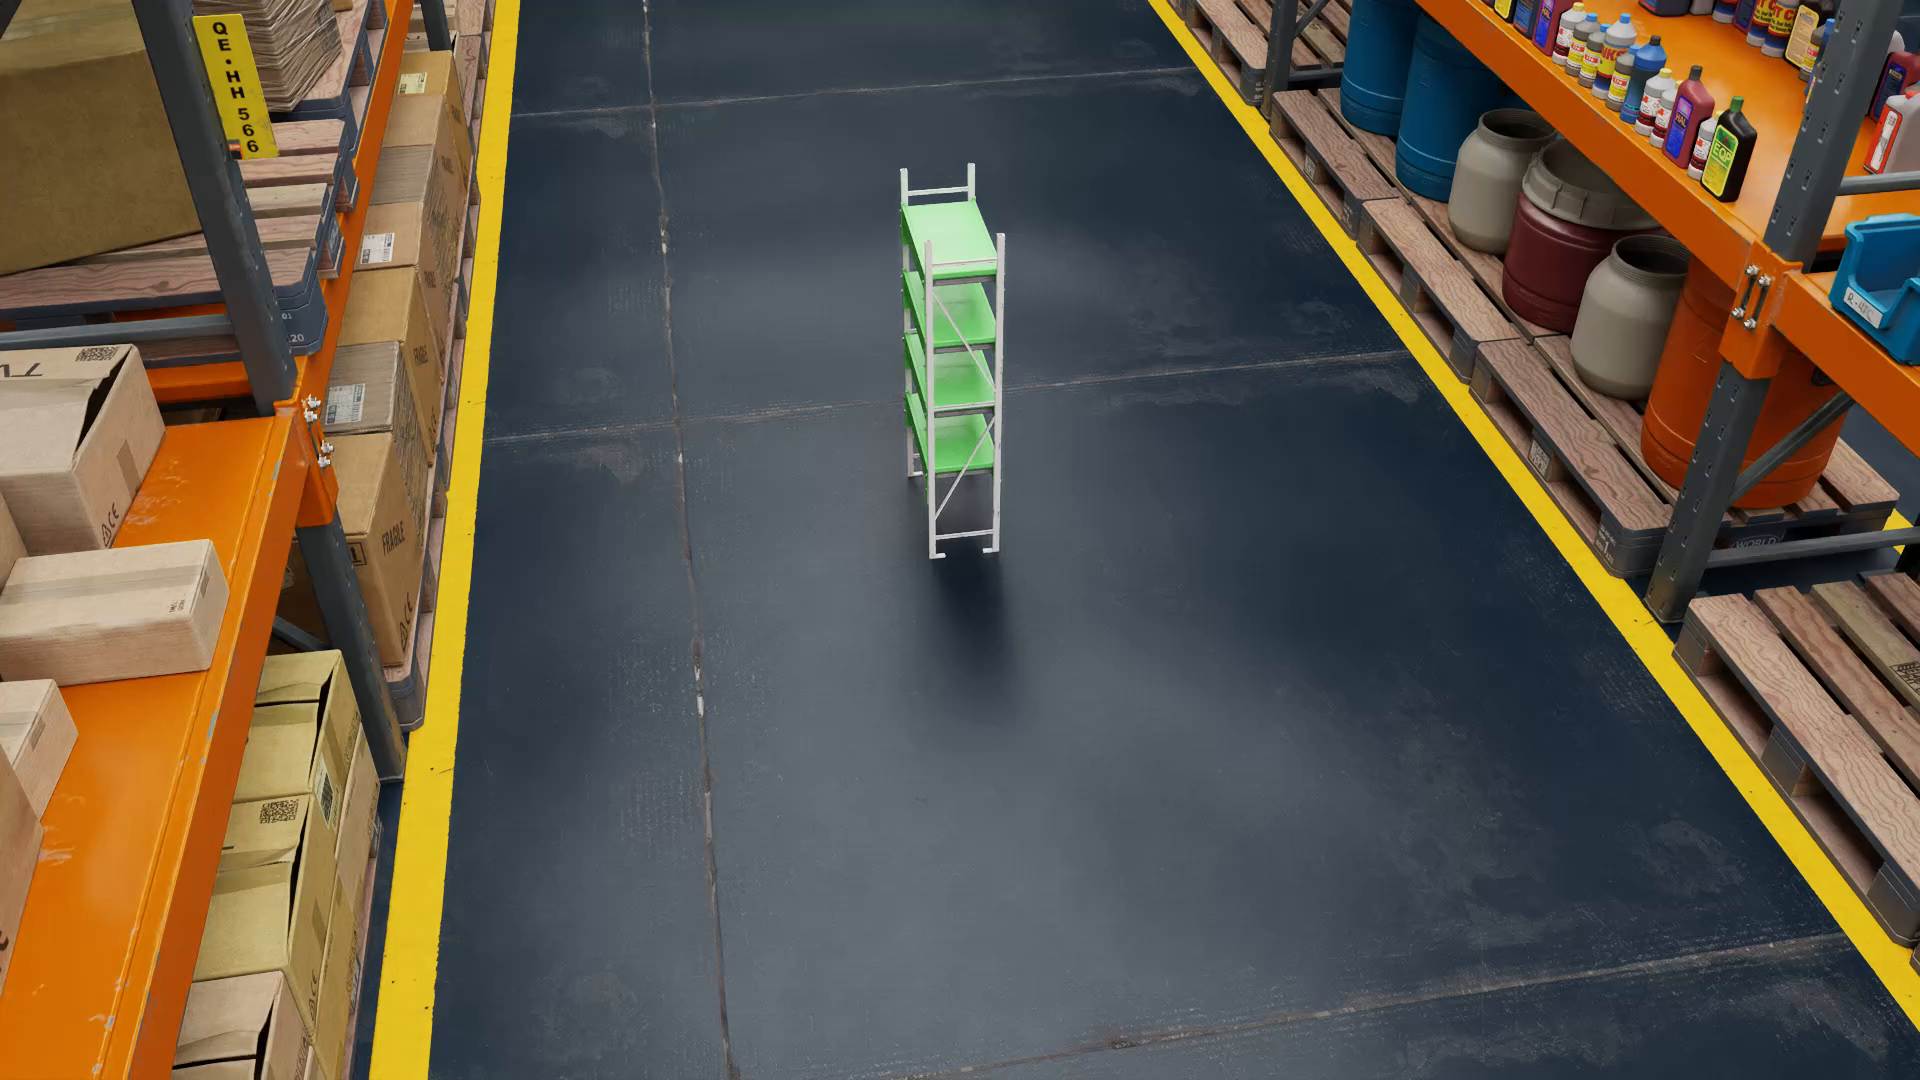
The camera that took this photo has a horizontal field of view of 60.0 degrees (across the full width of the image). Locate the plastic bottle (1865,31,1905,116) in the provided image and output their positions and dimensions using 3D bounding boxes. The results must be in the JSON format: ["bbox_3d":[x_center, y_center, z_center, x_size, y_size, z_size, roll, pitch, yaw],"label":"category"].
[{"bbox_3d":[2.915,-1.522,5.366,0.152,0.276,0.135,-6,38,-8],"label":"plastic bottle"}]

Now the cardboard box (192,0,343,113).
[{"bbox_3d":[-2.317,-1.612,4.956,0.700,0.500,0.500,0,38,1],"label":"cardboard box"}]

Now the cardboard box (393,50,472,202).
[{"bbox_3d":[-2.456,-1.801,7.302,0.500,0.500,0.500,-6,38,-8],"label":"cardboard box"}]

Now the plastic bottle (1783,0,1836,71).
[{"bbox_3d":[2.896,-1.751,5.653,0.061,0.283,0.133,-6,38,-8],"label":"plastic bottle"}]

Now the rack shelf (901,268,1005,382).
[{"bbox_3d":[-0.029,-0.713,5.403,0.258,0.148,0.480,-6,38,-8],"label":"rack shelf"}]

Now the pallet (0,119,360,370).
[{"bbox_3d":[-2.311,-0.791,4.480,1.213,0.211,1.003,-6,38,-8],"label":"pallet"}]

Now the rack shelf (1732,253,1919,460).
[{"bbox_3d":[3.105,0.496,3.253,1.077,0.370,4.000,-6,38,-8],"label":"rack shelf"}]

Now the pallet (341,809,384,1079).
[{"bbox_3d":[-2.017,1.137,4.114,1.003,0.211,1.213,-6,38,-8],"label":"pallet"}]

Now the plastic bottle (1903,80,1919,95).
[{"bbox_3d":[2.986,-1.345,5.199,0.097,0.201,0.097,0,38,0],"label":"plastic bottle"}]

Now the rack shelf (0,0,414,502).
[{"bbox_3d":[-2.474,-1.389,5.680,1.077,0.370,4.000,-6,38,-8],"label":"rack shelf"}]

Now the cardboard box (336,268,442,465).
[{"bbox_3d":[-2.102,-0.577,5.726,0.500,0.500,0.500,-7,38,-9],"label":"cardboard box"}]

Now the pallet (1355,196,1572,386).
[{"bbox_3d":[2.364,-1.102,6.996,1.003,0.211,1.213,-6,38,-8],"label":"pallet"}]

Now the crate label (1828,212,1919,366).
[{"bbox_3d":[2.459,-0.635,4.259,0.303,0.233,0.416,-6,38,-8],"label":"crate label"}]

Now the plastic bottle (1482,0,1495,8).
[{"bbox_3d":[2.020,-2.158,6.123,0.144,0.351,0.185,-6,38,-8],"label":"plastic bottle"}]

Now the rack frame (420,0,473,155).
[{"bbox_3d":[-2.825,-2.881,7.014,1.000,3.000,0.127,-6,38,-8],"label":"rack frame"}]

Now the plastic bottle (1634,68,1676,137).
[{"bbox_3d":[2.203,-1.386,5.251,0.097,0.201,0.097,0,38,0],"label":"plastic bottle"}]

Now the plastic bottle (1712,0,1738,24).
[{"bbox_3d":[2.801,-2.012,5.999,0.097,0.271,0.097,0,38,0],"label":"plastic bottle"}]

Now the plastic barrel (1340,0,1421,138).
[{"bbox_3d":[2.131,-2.419,7.786,0.600,0.901,0.708,-6,38,-8],"label":"plastic barrel"}]

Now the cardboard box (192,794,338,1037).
[{"bbox_3d":[-1.691,0.836,3.670,0.500,0.311,0.500,-7,38,-9],"label":"cardboard box"}]

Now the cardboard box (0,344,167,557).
[{"bbox_3d":[-2.103,-0.206,3.643,0.500,0.311,0.500,-4,38,-5],"label":"cardboard box"}]

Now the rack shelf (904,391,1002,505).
[{"bbox_3d":[-0.029,-0.334,5.697,0.258,0.148,0.480,-6,38,-8],"label":"rack shelf"}]

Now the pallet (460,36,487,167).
[{"bbox_3d":[-2.944,-2.195,8.404,1.003,0.211,1.213,-6,38,-8],"label":"pallet"}]

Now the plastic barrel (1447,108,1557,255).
[{"bbox_3d":[2.266,-1.486,6.904,0.421,0.512,0.421,0,38,0],"label":"plastic barrel"}]

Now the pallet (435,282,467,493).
[{"bbox_3d":[-2.427,-0.554,6.292,1.003,0.211,1.213,-6,38,-8],"label":"pallet"}]

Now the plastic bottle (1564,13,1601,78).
[{"bbox_3d":[2.118,-1.680,5.629,0.097,0.201,0.097,0,38,0],"label":"plastic bottle"}]

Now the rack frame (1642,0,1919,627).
[{"bbox_3d":[2.754,-0.996,4.587,1.000,3.000,0.127,-6,38,-8],"label":"rack frame"}]

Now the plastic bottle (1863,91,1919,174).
[{"bbox_3d":[2.847,-1.227,4.985,0.152,0.276,0.135,-6,38,-8],"label":"plastic bottle"}]

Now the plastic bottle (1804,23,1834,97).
[{"bbox_3d":[2.862,-1.587,5.453,0.097,0.271,0.097,0,38,0],"label":"plastic bottle"}]

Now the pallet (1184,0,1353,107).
[{"bbox_3d":[1.886,-2.751,9.119,1.003,0.211,1.213,-6,38,-8],"label":"pallet"}]

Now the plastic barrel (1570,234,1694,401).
[{"bbox_3d":[2.464,-0.804,6.026,0.421,0.512,0.421,0,38,0],"label":"plastic barrel"}]

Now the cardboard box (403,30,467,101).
[{"bbox_3d":[-2.685,-2.270,8.060,0.500,0.311,0.500,-6,38,-8],"label":"cardboard box"}]

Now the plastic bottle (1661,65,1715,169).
[{"bbox_3d":[2.223,-1.288,5.058,0.061,0.283,0.133,-6,38,-8],"label":"plastic bottle"}]

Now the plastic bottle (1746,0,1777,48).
[{"bbox_3d":[2.841,-1.872,5.820,0.097,0.271,0.097,0,38,0],"label":"plastic bottle"}]

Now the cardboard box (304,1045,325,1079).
[{"bbox_3d":[-1.612,1.361,3.452,0.500,0.250,0.500,-5,38,-7],"label":"cardboard box"}]

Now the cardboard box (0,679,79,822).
[{"bbox_3d":[-1.844,0.398,2.997,0.380,0.149,0.250,-4,38,-5],"label":"cardboard box"}]

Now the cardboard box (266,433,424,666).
[{"bbox_3d":[-1.922,0.042,4.929,0.500,0.500,0.500,-5,38,-6],"label":"cardboard box"}]

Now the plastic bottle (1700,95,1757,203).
[{"bbox_3d":[2.263,-1.148,4.878,0.061,0.283,0.133,-6,38,-8],"label":"plastic bottle"}]

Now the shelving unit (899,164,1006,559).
[{"bbox_3d":[-0.029,-0.574,5.511,0.258,1.200,0.503,-6,38,-8],"label":"shelving unit"}]

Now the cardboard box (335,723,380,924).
[{"bbox_3d":[-1.791,0.746,4.243,0.500,0.250,0.500,-5,38,-7],"label":"cardboard box"}]

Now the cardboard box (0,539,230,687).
[{"bbox_3d":[-1.694,0.147,3.320,0.380,0.149,0.250,-6,38,-8],"label":"cardboard box"}]

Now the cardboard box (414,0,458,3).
[{"bbox_3d":[-3.159,-3.203,9.105,0.797,0.503,0.637,-6,38,-8],"label":"cardboard box"}]

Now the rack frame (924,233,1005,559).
[{"bbox_3d":[0.014,-0.426,5.321,0.240,1.200,0.015,-6,38,-8],"label":"rack frame"}]

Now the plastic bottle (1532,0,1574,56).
[{"bbox_3d":[2.063,-1.839,5.767,0.061,0.283,0.133,-6,38,-8],"label":"plastic bottle"}]

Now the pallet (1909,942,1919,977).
[{"bbox_3d":[3.062,1.313,3.888,1.003,0.211,1.213,-6,38,-8],"label":"pallet"}]

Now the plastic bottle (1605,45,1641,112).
[{"bbox_3d":[2.169,-1.503,5.402,0.097,0.201,0.097,0,38,0],"label":"plastic bottle"}]

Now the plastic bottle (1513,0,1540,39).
[{"bbox_3d":[2.076,-1.966,5.876,0.144,0.351,0.185,-6,38,-8],"label":"plastic bottle"}]

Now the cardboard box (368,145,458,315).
[{"bbox_3d":[-2.290,-1.198,6.526,0.500,0.500,0.500,-6,38,-7],"label":"cardboard box"}]

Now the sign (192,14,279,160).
[{"bbox_3d":[-1.577,-0.984,3.628,0.100,0.325,0.005,-6,38,-8],"label":"sign"}]
